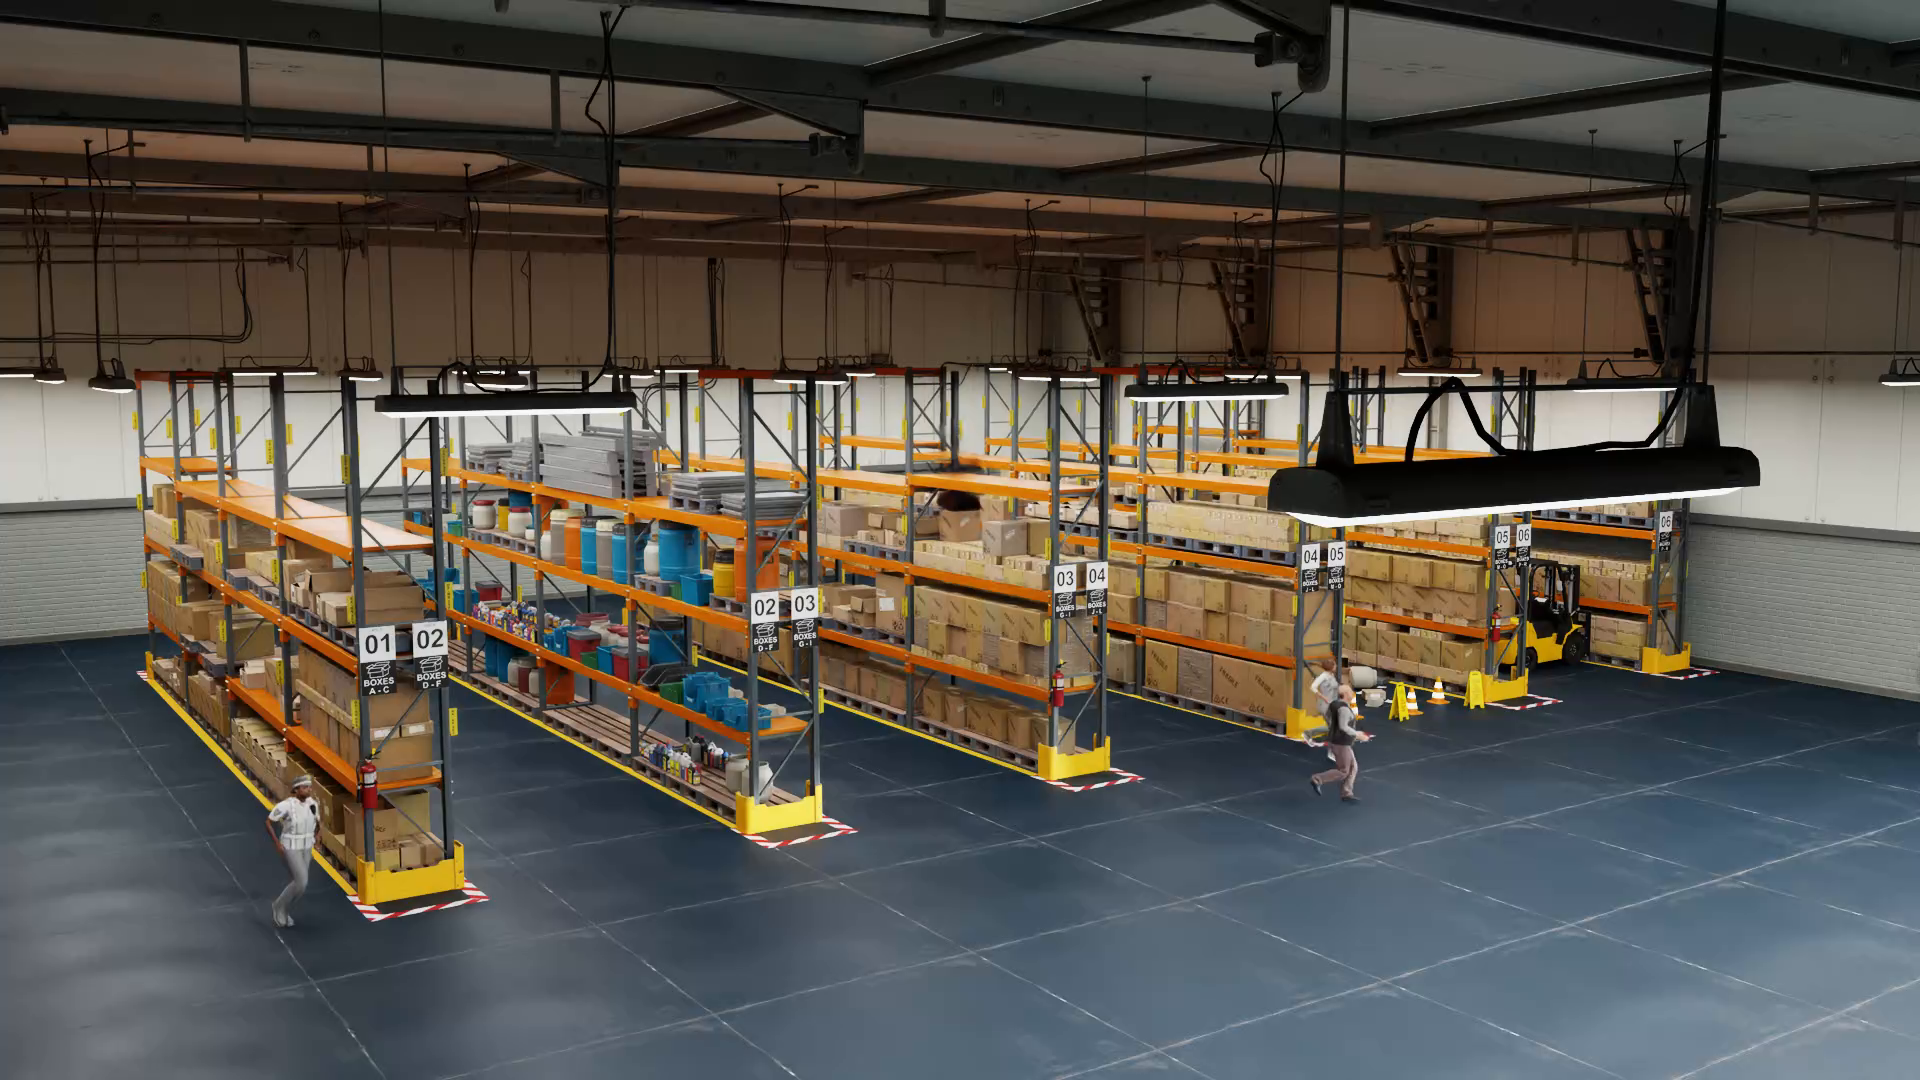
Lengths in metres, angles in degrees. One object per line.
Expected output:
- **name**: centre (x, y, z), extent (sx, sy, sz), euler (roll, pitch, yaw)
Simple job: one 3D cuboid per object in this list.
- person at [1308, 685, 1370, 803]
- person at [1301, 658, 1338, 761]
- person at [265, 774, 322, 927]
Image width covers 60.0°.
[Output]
- **person**: centre (5.284, 2.865, 23.354), extent (0.813, 1.692, 0.652), euler (0, 6, -1)
- **person**: centre (5.747, 2.631, 26.156), extent (0.784, 1.571, 0.565), euler (4, 7, 31)
- **person**: centre (-7.339, 3.433, 18.471), extent (0.551, 1.652, 0.608), euler (4, 7, 28)
